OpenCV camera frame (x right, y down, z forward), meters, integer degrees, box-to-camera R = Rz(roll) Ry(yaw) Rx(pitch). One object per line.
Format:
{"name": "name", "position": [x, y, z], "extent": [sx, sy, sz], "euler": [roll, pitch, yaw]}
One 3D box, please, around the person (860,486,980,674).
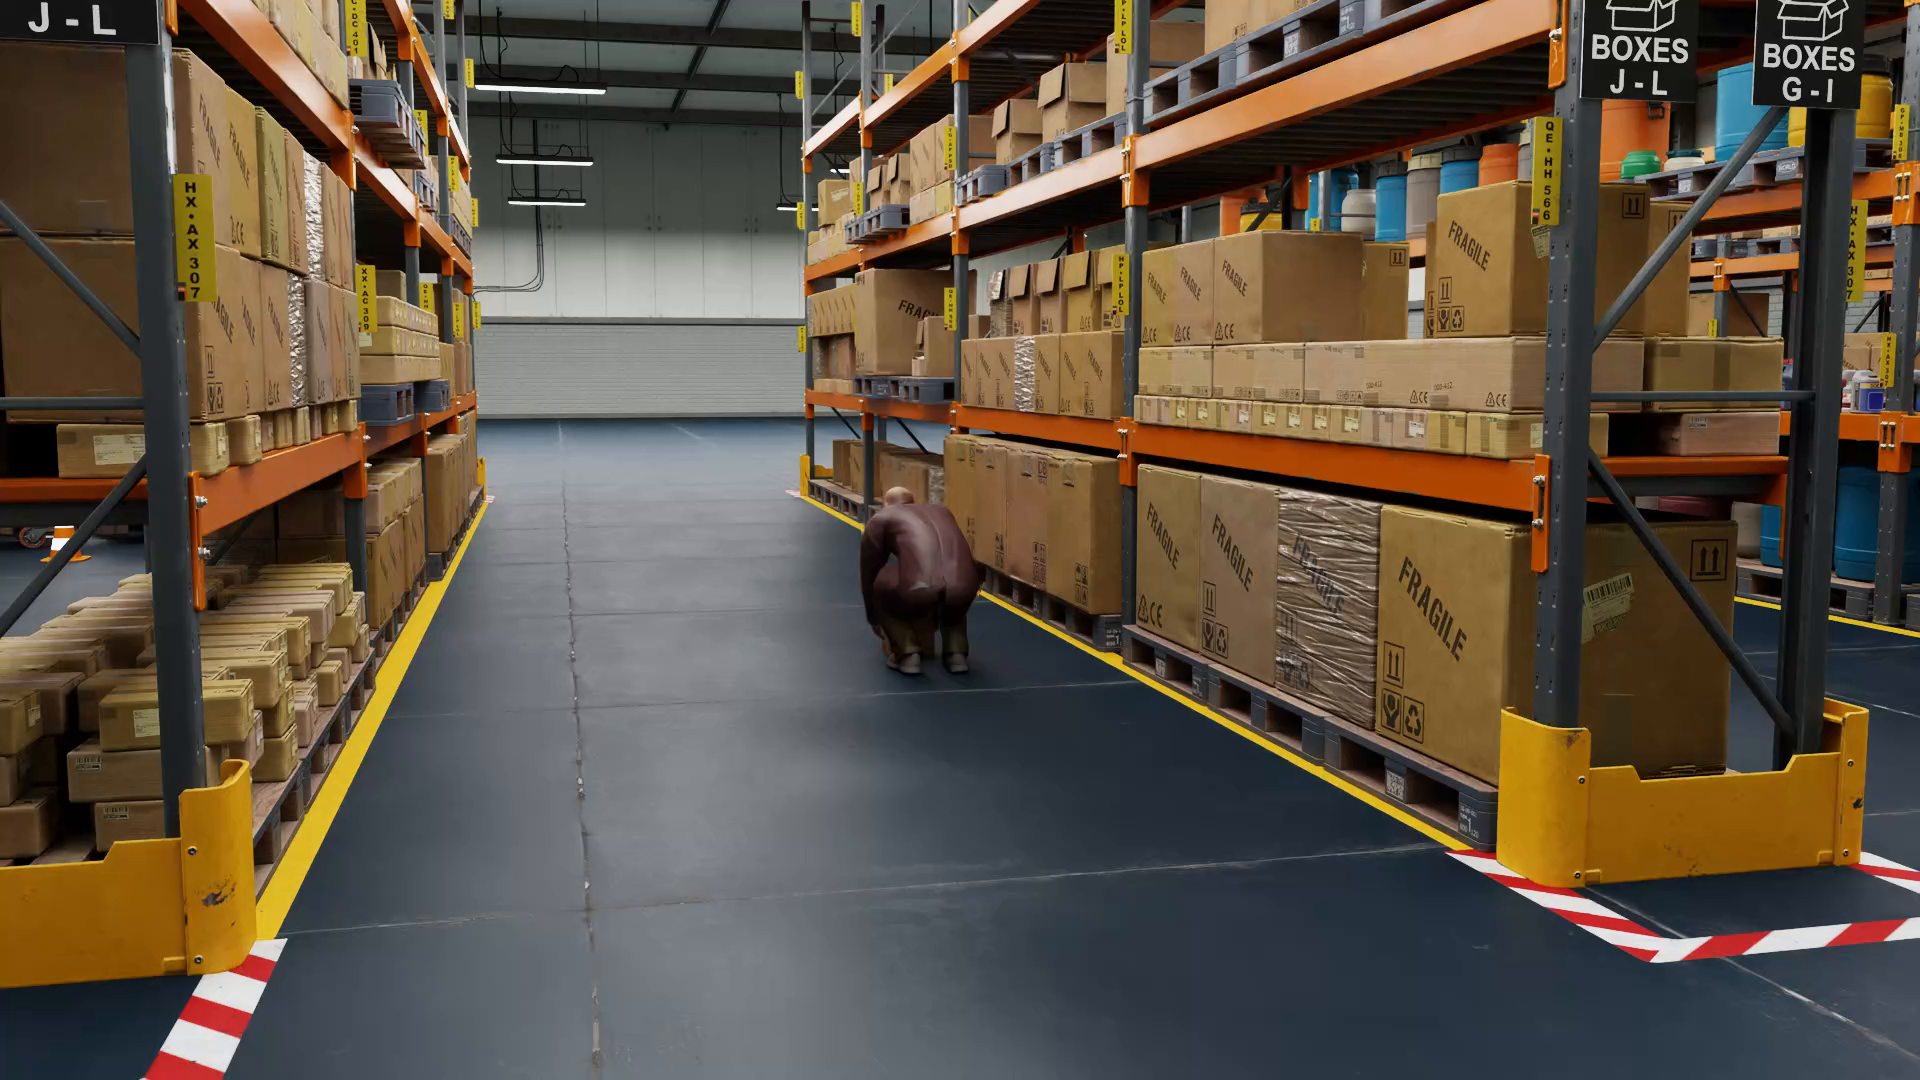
{"name": "person", "position": [-0.214, 0.206, 8.916], "extent": [0.610, 0.947, 0.907], "euler": [-1, 6, -14]}
